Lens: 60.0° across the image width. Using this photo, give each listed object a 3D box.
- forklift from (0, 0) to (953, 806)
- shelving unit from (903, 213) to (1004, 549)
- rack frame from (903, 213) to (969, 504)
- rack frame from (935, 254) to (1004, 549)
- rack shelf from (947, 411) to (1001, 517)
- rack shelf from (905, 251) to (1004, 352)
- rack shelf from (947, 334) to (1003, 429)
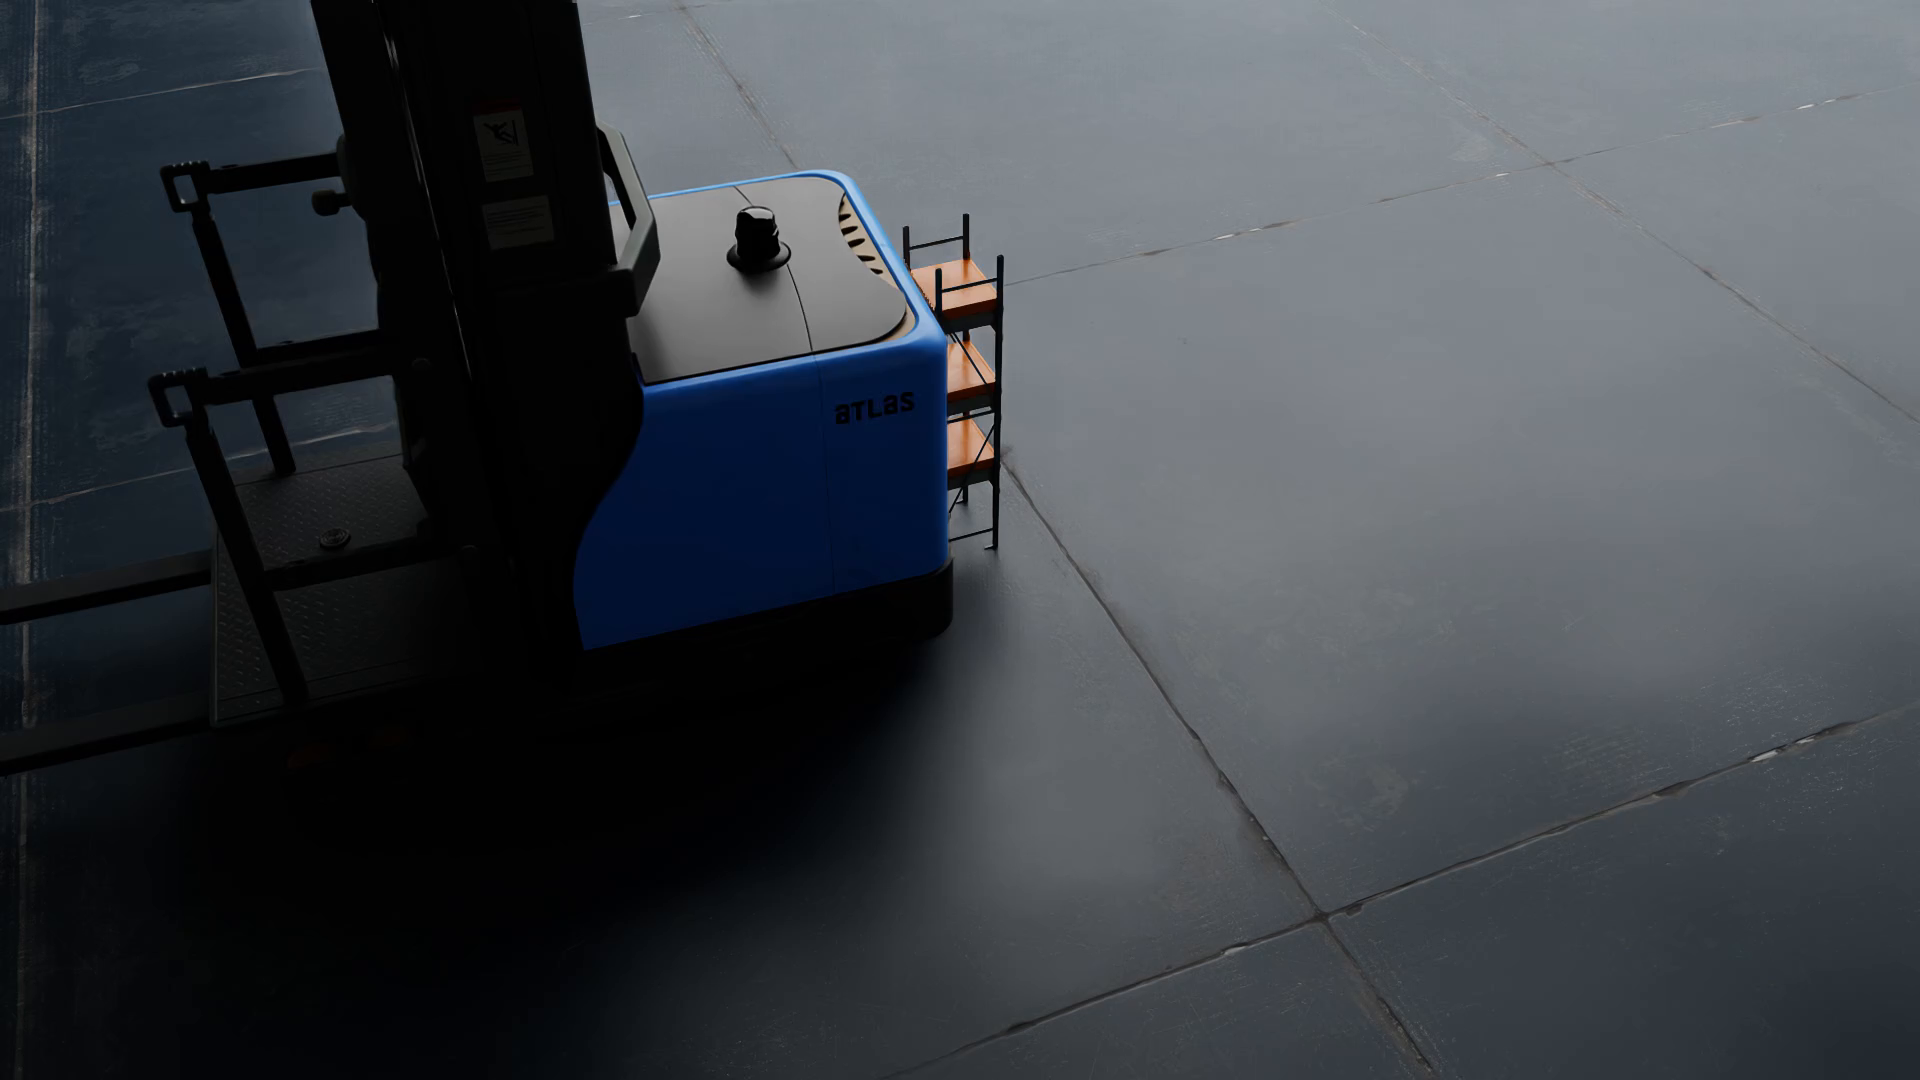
[{"bbox_3d":[-1.595,-0.801,3.933,3.031,2.935,1.130,-12,42,-14],"label":"forklift"},{"bbox_3d":[-0.020,-0.430,4.945,0.215,1.050,0.252,-15,43,-17],"label":"shelving unit"},{"bbox_3d":[-0.067,-0.504,5.031,0.200,1.050,0.008,-15,43,-17],"label":"rack frame"},{"bbox_3d":[0.026,-0.357,4.860,0.200,1.050,0.008,-15,43,-17],"label":"rack frame"},{"bbox_3d":[-0.020,-0.212,5.133,0.215,0.259,0.240,-15,43,-17],"label":"rack shelf"},{"bbox_3d":[-0.020,-0.637,4.767,0.215,0.259,0.240,-15,43,-17],"label":"rack shelf"},{"bbox_3d":[-0.020,-0.422,4.952,0.215,0.259,0.240,-15,43,-17],"label":"rack shelf"}]
